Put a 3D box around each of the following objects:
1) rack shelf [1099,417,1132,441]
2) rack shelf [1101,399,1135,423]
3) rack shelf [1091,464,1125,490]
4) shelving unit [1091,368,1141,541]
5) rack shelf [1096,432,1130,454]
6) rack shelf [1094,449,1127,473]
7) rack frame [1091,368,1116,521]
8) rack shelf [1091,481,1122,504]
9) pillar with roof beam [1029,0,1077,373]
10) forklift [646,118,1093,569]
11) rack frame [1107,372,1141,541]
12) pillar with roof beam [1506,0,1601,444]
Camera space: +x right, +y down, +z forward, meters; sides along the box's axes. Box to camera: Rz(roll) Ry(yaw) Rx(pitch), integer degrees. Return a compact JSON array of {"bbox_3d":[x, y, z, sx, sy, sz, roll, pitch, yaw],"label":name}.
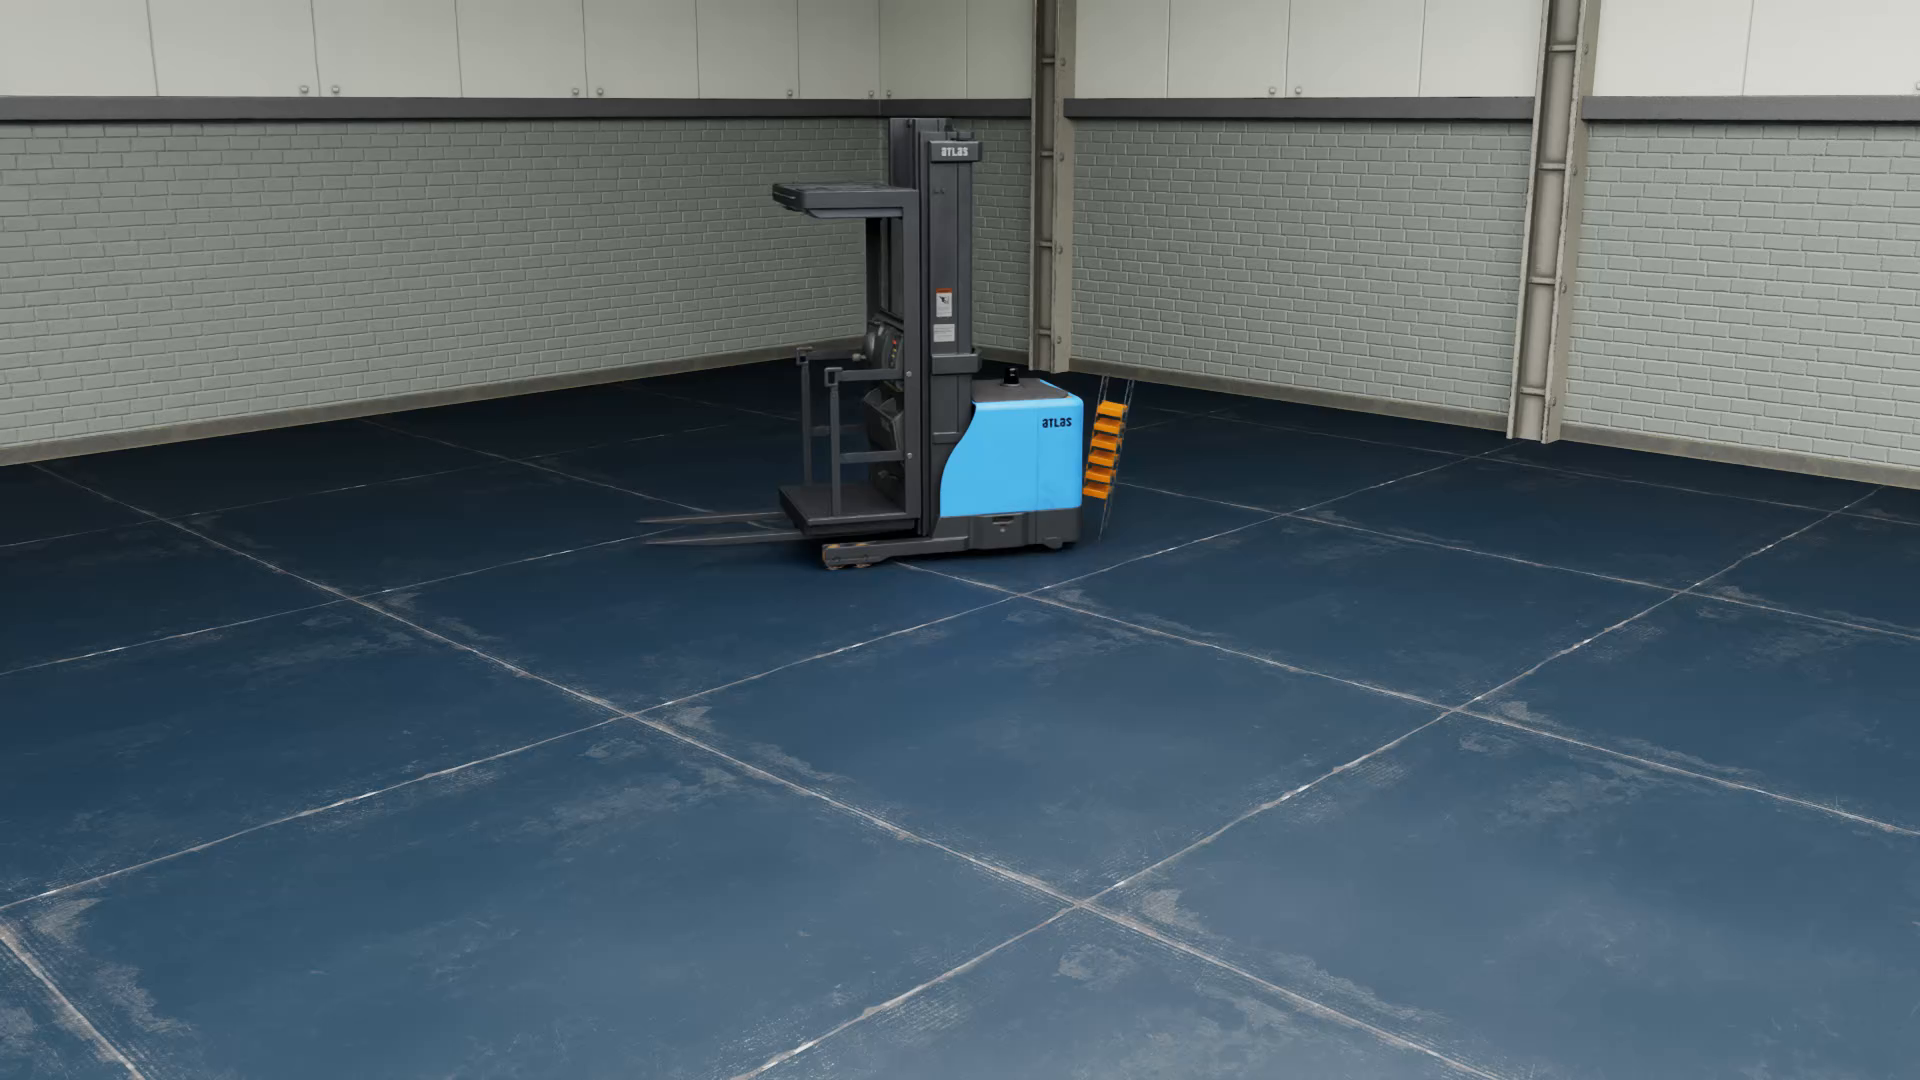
[{"bbox_3d":[1.108,-0.794,11.800,0.180,0.103,0.258,12,17,15],"label":"rack shelf"},{"bbox_3d":[1.123,-0.908,11.765,0.180,0.103,0.258,12,17,15],"label":"rack shelf"},{"bbox_3d":[1.062,-0.452,11.904,0.180,0.103,0.258,12,17,15],"label":"rack shelf"},{"bbox_3d":[1.083,-0.608,11.856,0.189,1.200,0.258,12,17,15],"label":"shelving unit"},{"bbox_3d":[1.093,-0.680,11.834,0.180,0.103,0.258,12,17,15],"label":"rack shelf"},{"bbox_3d":[1.078,-0.566,11.869,0.180,0.103,0.258,12,17,15],"label":"rack shelf"},{"bbox_3d":[0.997,-0.627,11.880,0.006,1.200,0.240,12,17,15],"label":"rack frame"},{"bbox_3d":[1.047,-0.338,11.938,0.180,0.103,0.258,12,17,15],"label":"rack shelf"},{"bbox_3d":[-1.933,-5.576,15.483,0.400,9.000,9.100,14,20,42],"label":"pillar with roof beam"},{"bbox_3d":[-0.646,-1.371,11.381,3.031,2.935,1.130,-4,15,-16],"label":"forklift"},{"bbox_3d":[1.169,-0.590,11.832,0.006,1.200,0.240,12,17,15],"label":"rack frame"},{"bbox_3d":[2.386,-4.525,11.453,0.400,9.000,9.100,14,20,42],"label":"pillar with roof beam"}]
